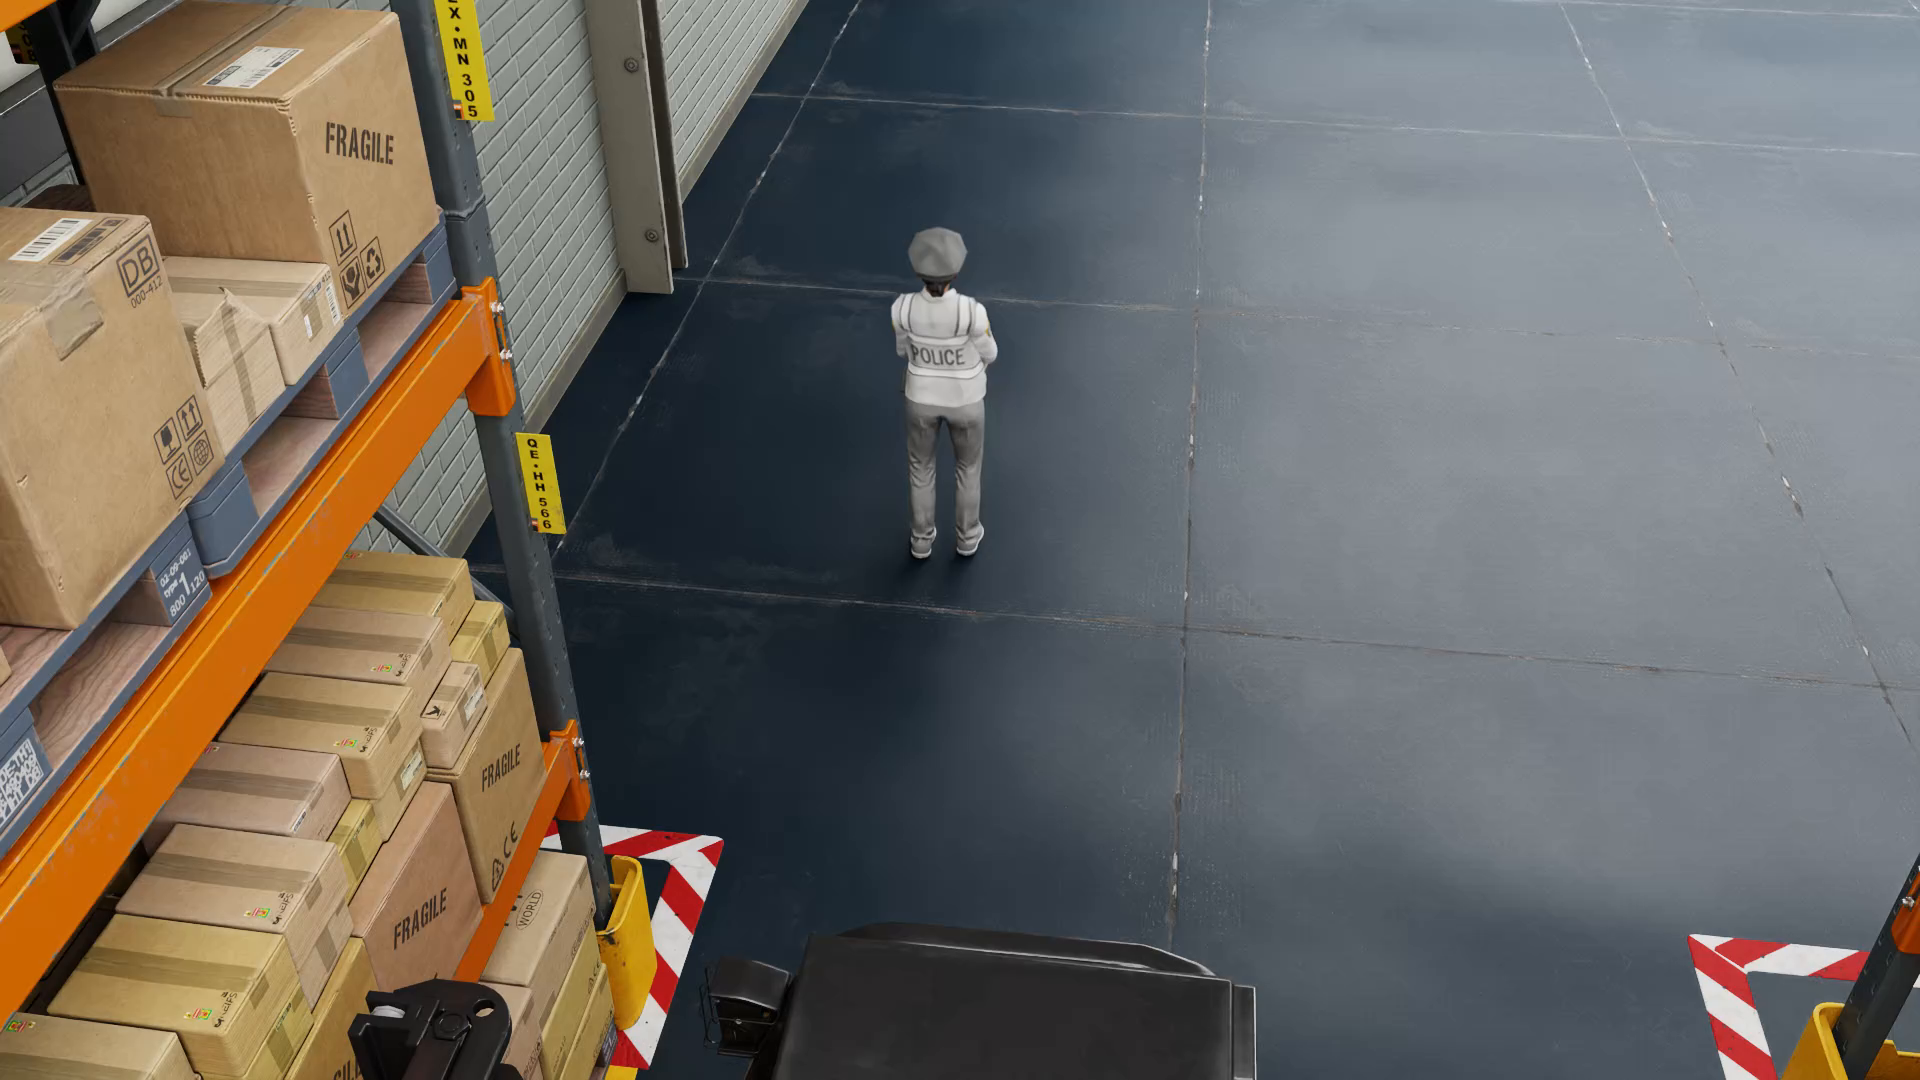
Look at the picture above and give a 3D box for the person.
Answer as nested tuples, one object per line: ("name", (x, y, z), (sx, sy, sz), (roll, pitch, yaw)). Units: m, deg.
("person", (-0.058, -0.674, 7.546), (0.459, 1.687, 0.556), (5, 37, 7))
